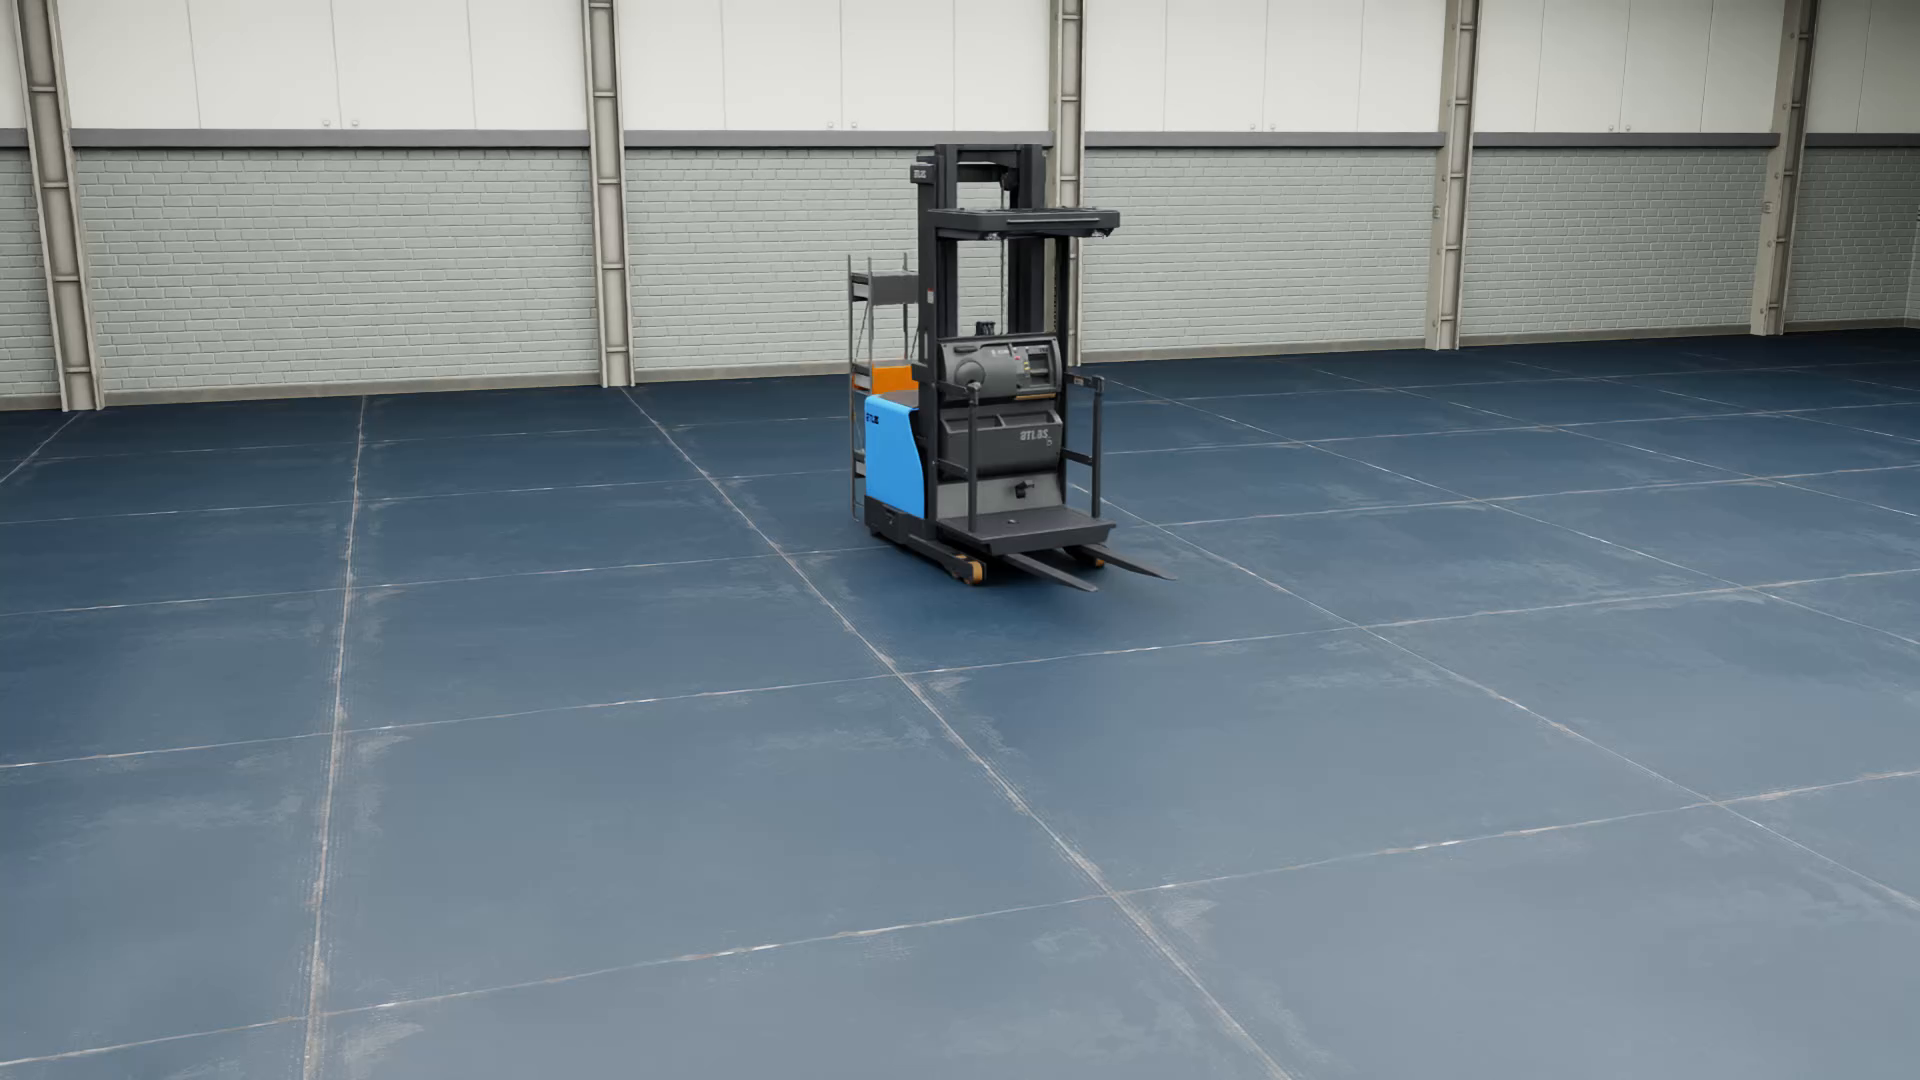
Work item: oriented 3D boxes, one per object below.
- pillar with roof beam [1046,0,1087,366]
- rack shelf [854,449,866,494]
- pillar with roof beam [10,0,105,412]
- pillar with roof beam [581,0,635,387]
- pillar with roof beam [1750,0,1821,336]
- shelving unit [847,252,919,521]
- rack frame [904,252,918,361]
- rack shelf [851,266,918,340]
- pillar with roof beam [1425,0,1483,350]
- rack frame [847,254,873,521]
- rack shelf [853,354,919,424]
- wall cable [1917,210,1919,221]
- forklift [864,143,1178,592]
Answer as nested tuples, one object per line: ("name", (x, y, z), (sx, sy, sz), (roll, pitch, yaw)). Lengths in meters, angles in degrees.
("pillar with roof beam", (2.779, -5.813, 17.636), (0.400, 9.000, 9.100), (-4, 14, -18))
("rack shelf", (-0.555, -0.481, 13.213), (0.480, 0.518, 0.431), (-7, 15, -28))
("pillar with roof beam", (-8.595, -4.928, 13.913), (0.400, 9.000, 9.100), (-4, 14, -18))
("pillar with roof beam", (-2.908, -5.370, 15.774), (0.400, 9.000, 9.100), (-4, 14, -18))
("pillar with roof beam", (14.152, -6.699, 21.360), (0.400, 9.000, 9.100), (-4, 14, -18))
("shelving unit", (-0.555, -1.176, 13.048), (0.503, 2.100, 0.431), (-7, 15, -28))
("rack frame", (-0.341, -1.203, 13.163), (0.015, 2.100, 0.400), (-7, 15, -28))
("rack shelf", (-0.555, -1.843, 12.890), (0.480, 0.518, 0.431), (-7, 15, -28))
("pillar with roof beam", (8.465, -6.256, 19.498), (0.400, 9.000, 9.100), (-4, 14, -18))
("rack frame", (-0.769, -1.149, 12.934), (0.015, 2.100, 0.400), (-7, 15, -28))
("rack shelf", (-0.555, -1.162, 13.052), (0.480, 0.518, 0.431), (-7, 15, -28))
("wall cable", (15.993, -6.060, 25.383), (0.112, 2.526, 3.097), (-4, 14, -18))
("forklift", (0.397, -1.237, 11.512), (1.130, 2.935, 3.031), (-7, 15, -27))
